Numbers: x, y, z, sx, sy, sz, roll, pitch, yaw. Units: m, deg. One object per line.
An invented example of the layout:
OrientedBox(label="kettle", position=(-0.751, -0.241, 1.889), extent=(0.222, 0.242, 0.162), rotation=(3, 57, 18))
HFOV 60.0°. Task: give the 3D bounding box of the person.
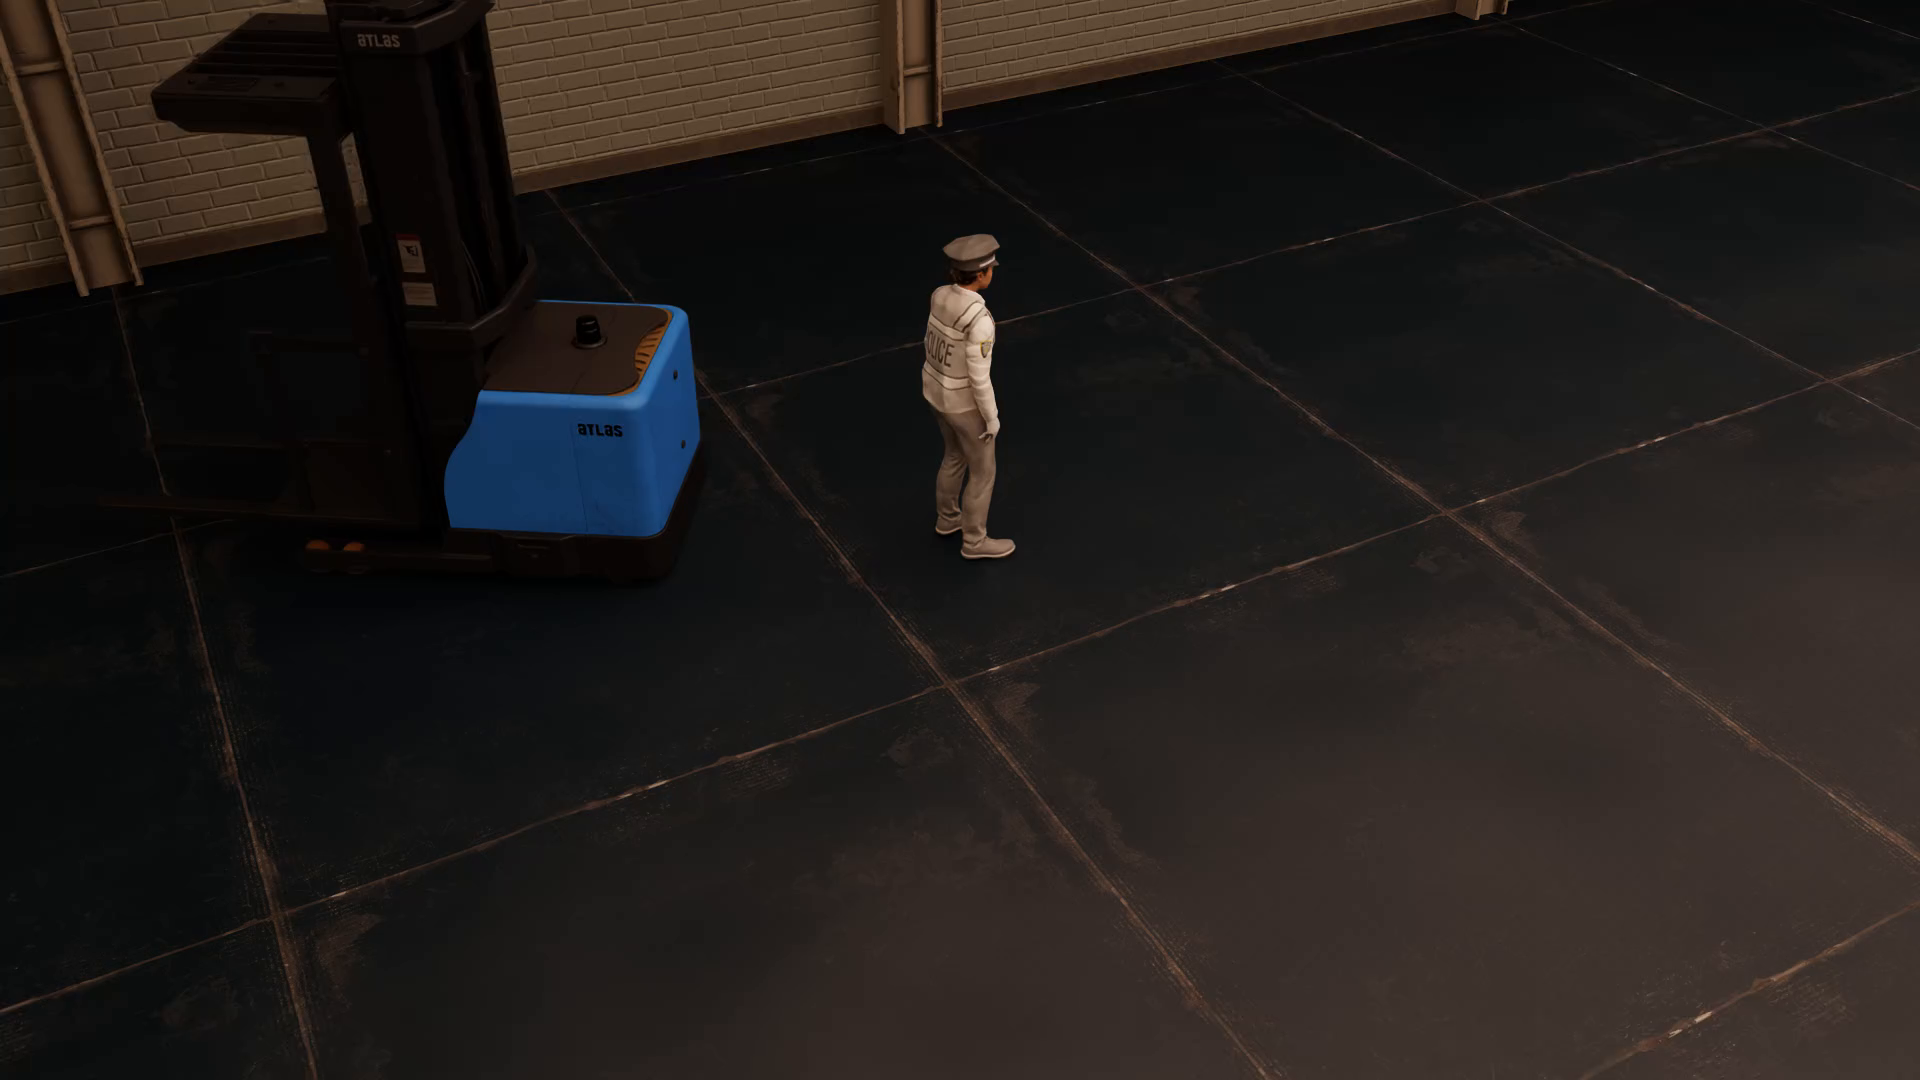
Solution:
OrientedBox(label="person", position=(0.021, -0.691, 8.202), extent=(0.372, 1.663, 0.529), rotation=(-18, 39, -24))

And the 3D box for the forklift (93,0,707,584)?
OrientedBox(label="forklift", position=(-2.920, -1.321, 7.991), extent=(3.031, 2.935, 1.130), rotation=(3, 35, 4))
